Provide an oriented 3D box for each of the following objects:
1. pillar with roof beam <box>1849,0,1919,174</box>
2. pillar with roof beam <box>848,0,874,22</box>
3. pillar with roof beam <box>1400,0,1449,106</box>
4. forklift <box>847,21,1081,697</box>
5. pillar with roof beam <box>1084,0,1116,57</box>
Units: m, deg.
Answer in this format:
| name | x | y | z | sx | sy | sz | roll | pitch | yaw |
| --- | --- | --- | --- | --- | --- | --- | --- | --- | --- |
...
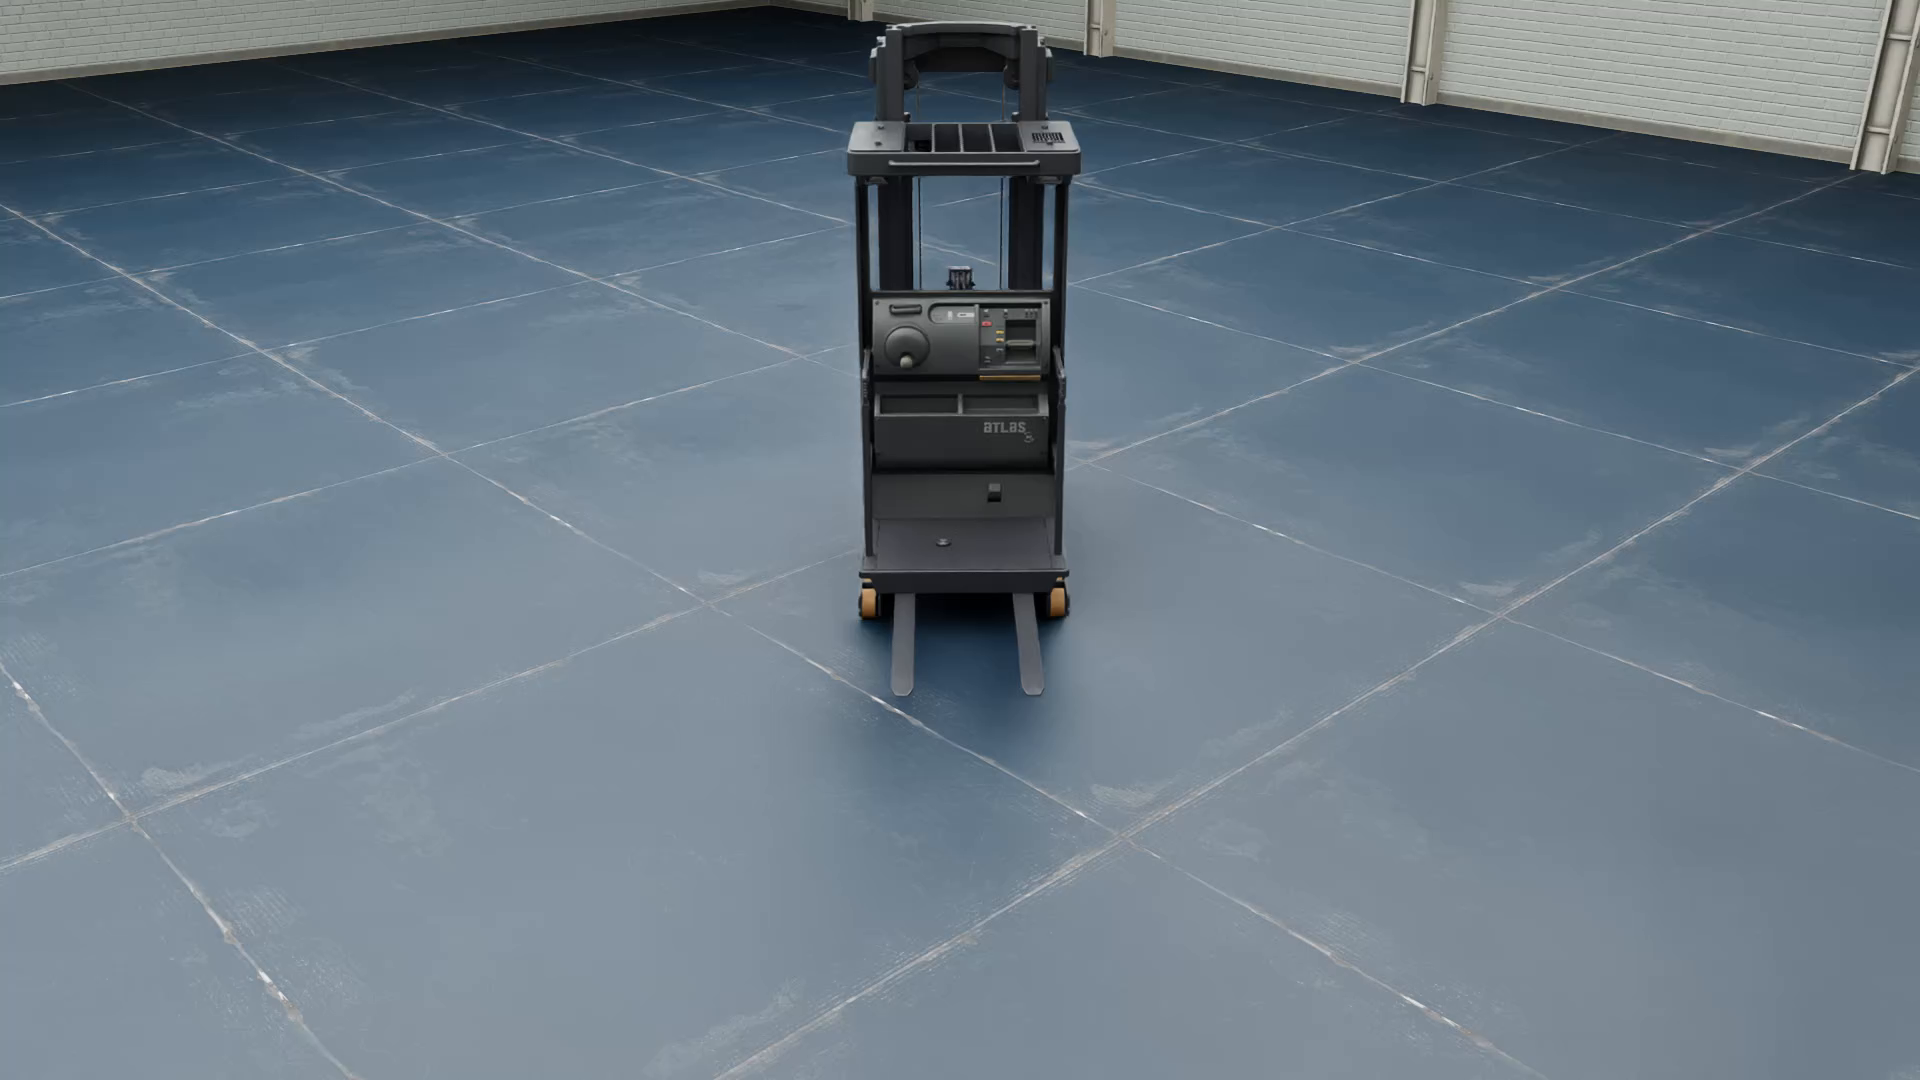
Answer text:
| name | x | y | z | sx | sy | sz | roll | pitch | yaw |
| --- | --- | --- | --- | --- | --- | --- | --- | --- | --- |
| pillar with roof beam | 7.314 | -7.117 | 14.509 | 9.100 | 9.000 | 0.400 | -21 | 32 | -38 |
| pillar with roof beam | -4.989 | -12.571 | 26.463 | 9.100 | 9.000 | 0.400 | -21 | 32 | -38 |
| pillar with roof beam | 3.213 | -8.935 | 18.494 | 9.100 | 9.000 | 0.400 | -21 | 32 | -38 |
| forklift | 0.013 | -1.044 | 8.508 | 1.130 | 2.935 | 3.031 | 0 | 25 | -1 |
| pillar with roof beam | -0.888 | -10.753 | 22.479 | 9.100 | 9.000 | 0.400 | -21 | 32 | -38 |
